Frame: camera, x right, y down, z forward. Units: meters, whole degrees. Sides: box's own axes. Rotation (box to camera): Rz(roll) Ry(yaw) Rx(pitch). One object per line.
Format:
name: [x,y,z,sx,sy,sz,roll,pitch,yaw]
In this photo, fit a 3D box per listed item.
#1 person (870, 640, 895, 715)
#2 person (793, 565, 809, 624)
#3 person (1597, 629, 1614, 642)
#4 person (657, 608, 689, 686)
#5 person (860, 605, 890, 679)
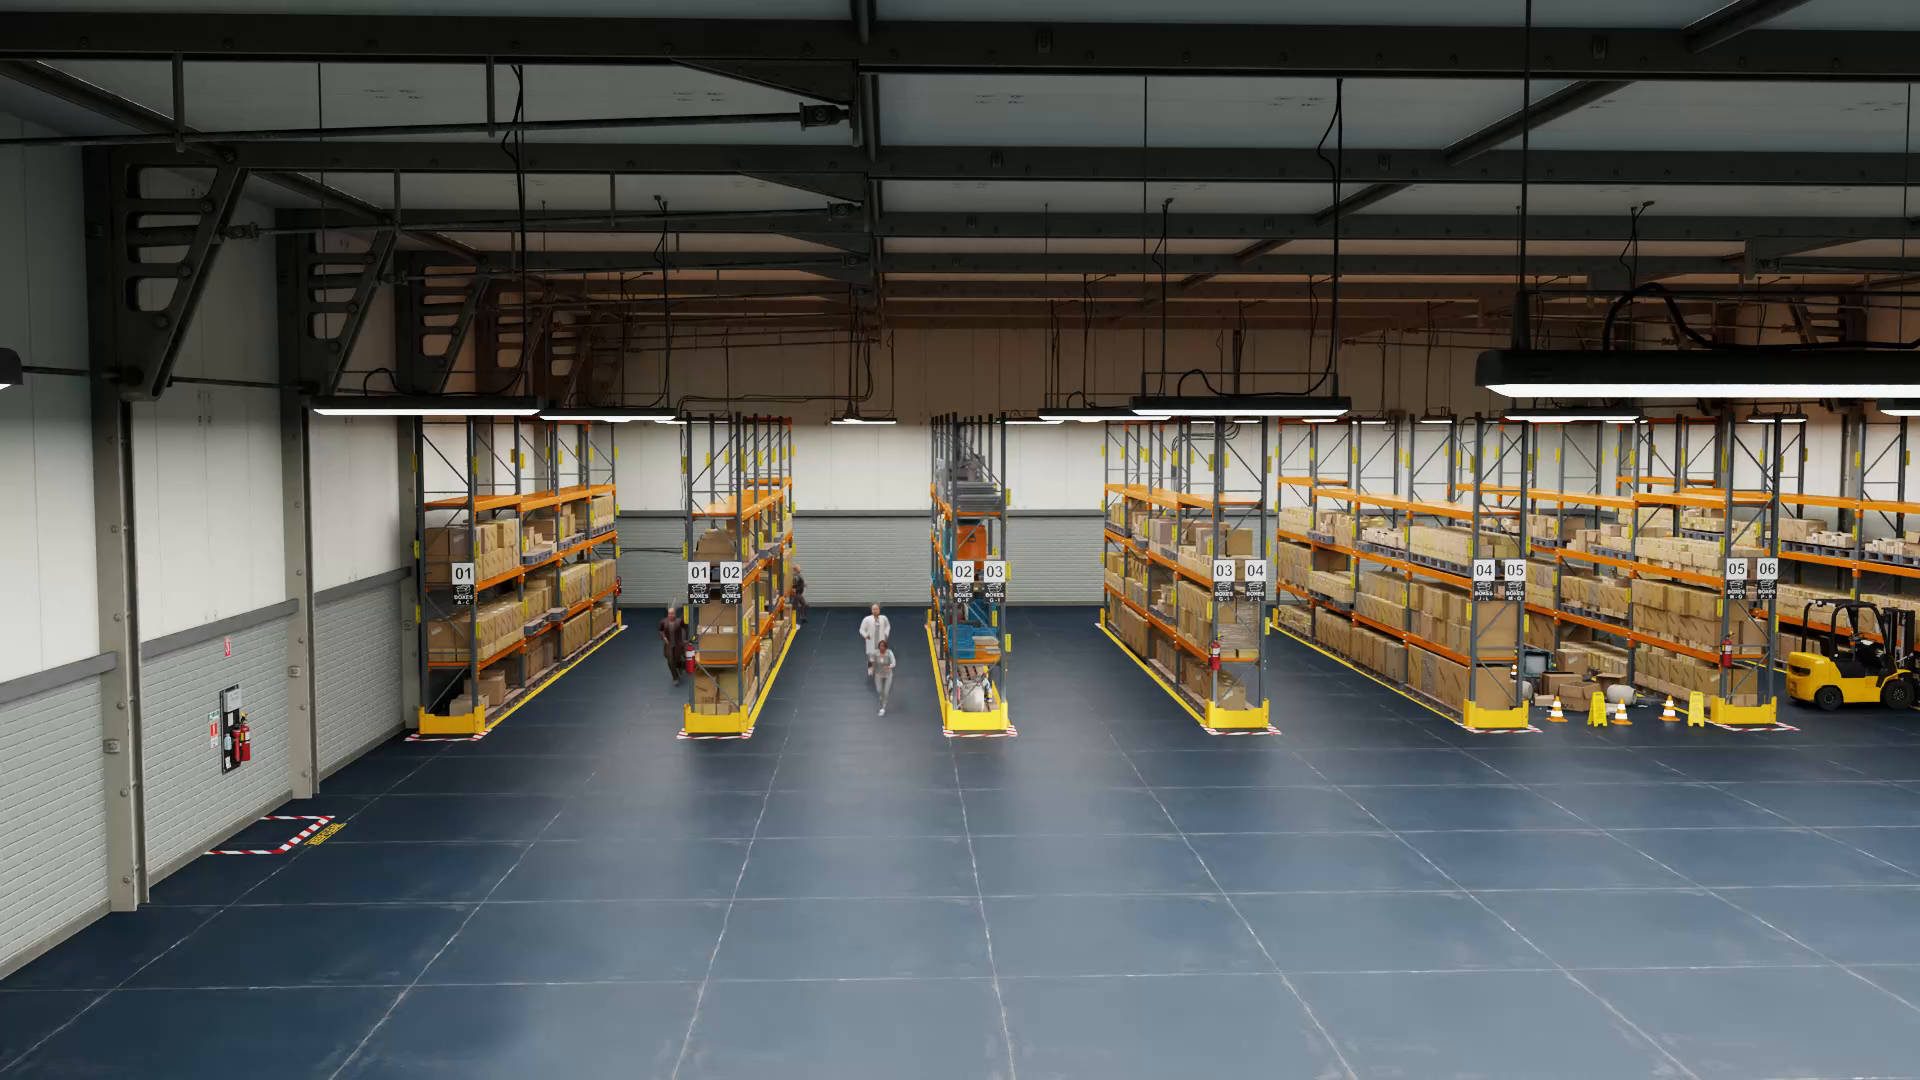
person: [-1.540,2.728,32.983,0.526,1.528,0.653,0,4,1]
person: [-4.761,1.597,48.367,0.729,1.771,0.722,0,4,4]
person: [17.002,1.854,43.977,0.630,1.811,0.827,-1,4,-8]
person: [-6.370,2.356,36.995,0.697,1.724,0.800,0,4,1]
person: [-1.882,2.321,37.188,0.711,1.764,0.918,-1,4,-13]
